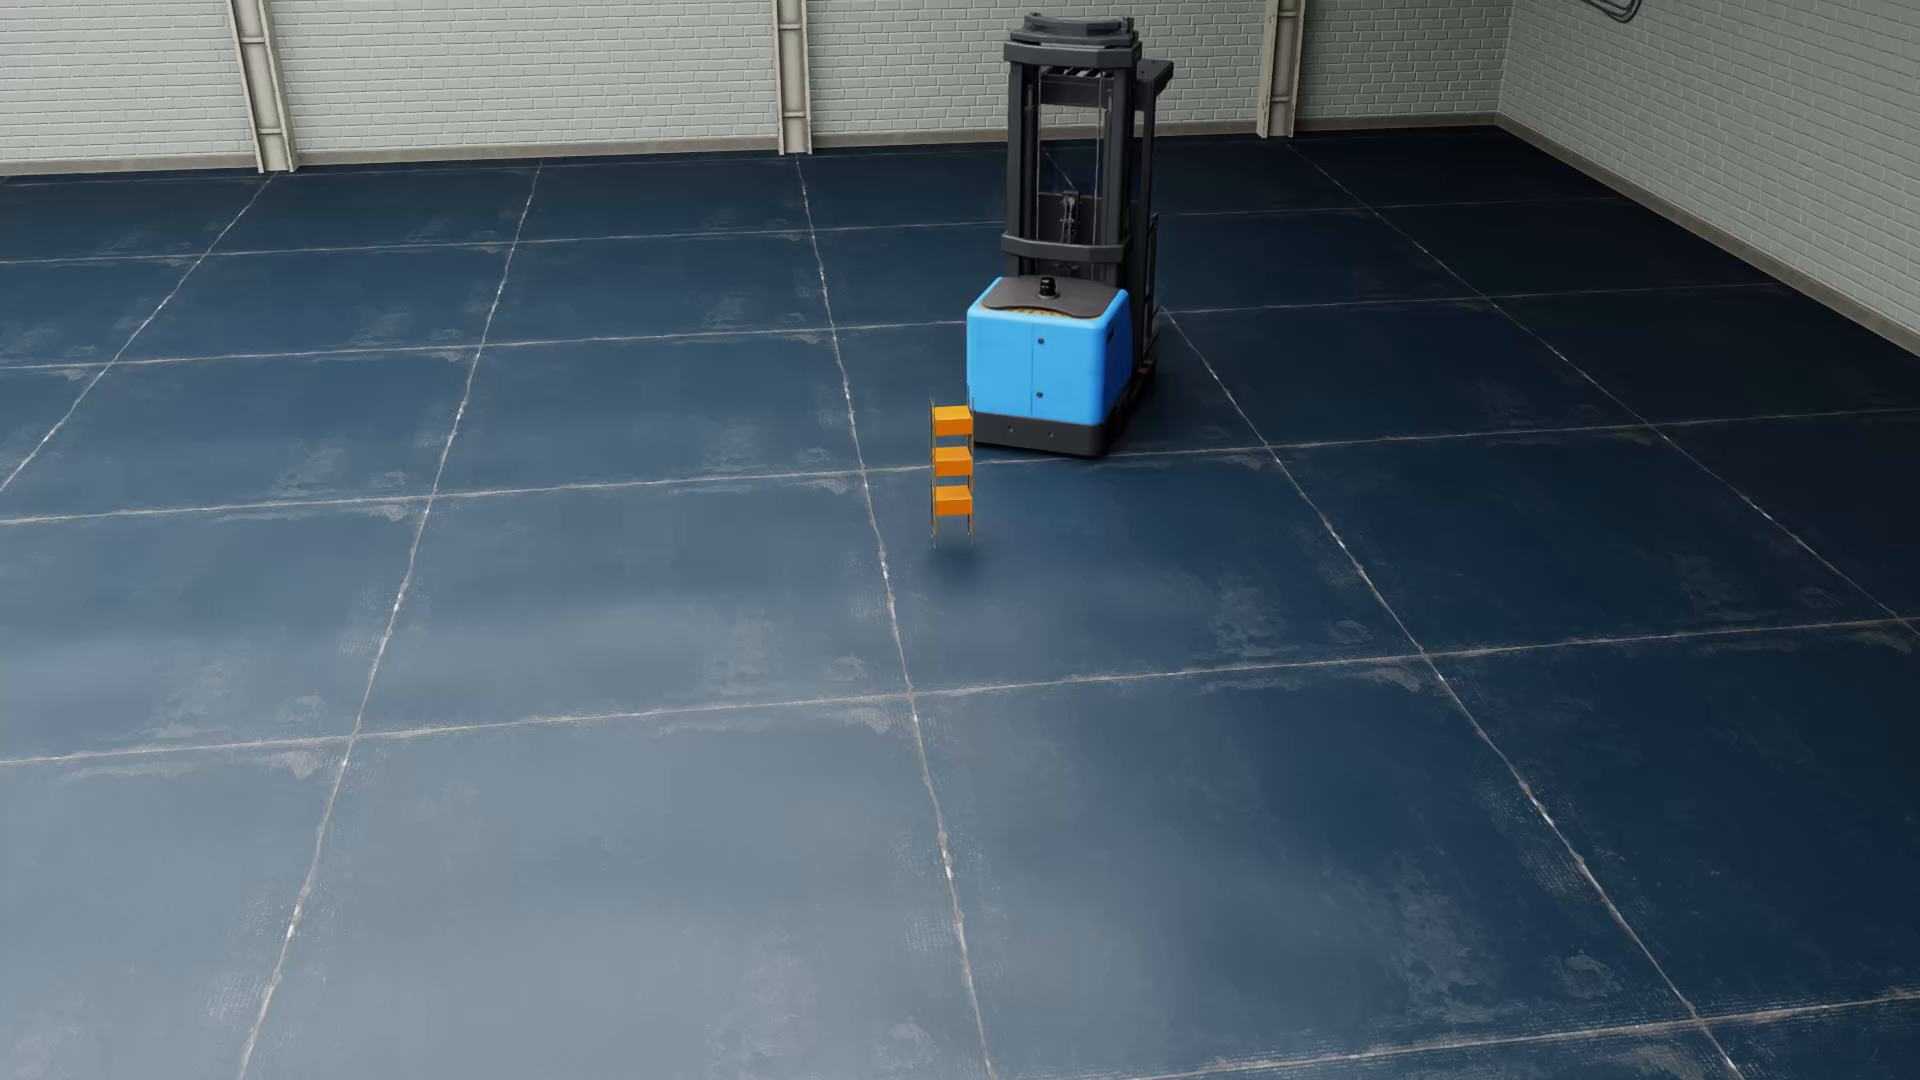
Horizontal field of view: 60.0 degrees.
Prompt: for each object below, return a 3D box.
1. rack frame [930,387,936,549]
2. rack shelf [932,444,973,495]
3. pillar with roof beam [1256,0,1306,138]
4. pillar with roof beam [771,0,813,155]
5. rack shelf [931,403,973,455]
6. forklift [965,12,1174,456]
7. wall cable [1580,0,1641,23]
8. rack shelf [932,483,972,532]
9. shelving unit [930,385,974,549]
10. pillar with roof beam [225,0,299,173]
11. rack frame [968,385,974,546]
[{"bbox_3d":[-0.174,-0.456,10.691,0.008,1.050,0.200,-4,27,-7],"label":"rack frame"},{"bbox_3d":[-0.053,-0.454,10.711,0.240,0.259,0.215,-4,27,-7],"label":"rack shelf"},{"bbox_3d":[4.548,-7.149,15.027,0.400,9.000,9.100,-4,27,-7],"label":"pillar with roof beam"},{"bbox_3d":[-1.394,-6.767,14.284,0.400,9.000,9.100,-4,27,-7],"label":"pillar with roof beam"},{"bbox_3d":[-0.053,-0.707,10.581,0.240,0.259,0.215,-4,27,-7],"label":"rack shelf"},{"bbox_3d":[0.961,-2.564,12.739,1.130,2.935,3.031,8,28,15],"label":"forklift"},{"bbox_3d":[7.050,-7.303,18.729,0.112,2.526,3.097,-4,27,-7],"label":"wall cable"},{"bbox_3d":[-0.053,-0.207,10.838,0.240,0.259,0.215,-4,27,-7],"label":"rack shelf"},{"bbox_3d":[-0.053,-0.464,10.706,0.252,1.050,0.215,-4,27,-7],"label":"shelving unit"},{"bbox_3d":[-7.335,-6.385,13.540,0.400,9.000,9.100,-4,27,-7],"label":"pillar with roof beam"},{"bbox_3d":[0.068,-0.471,10.721,0.008,1.050,0.200,-4,27,-7],"label":"rack frame"}]
